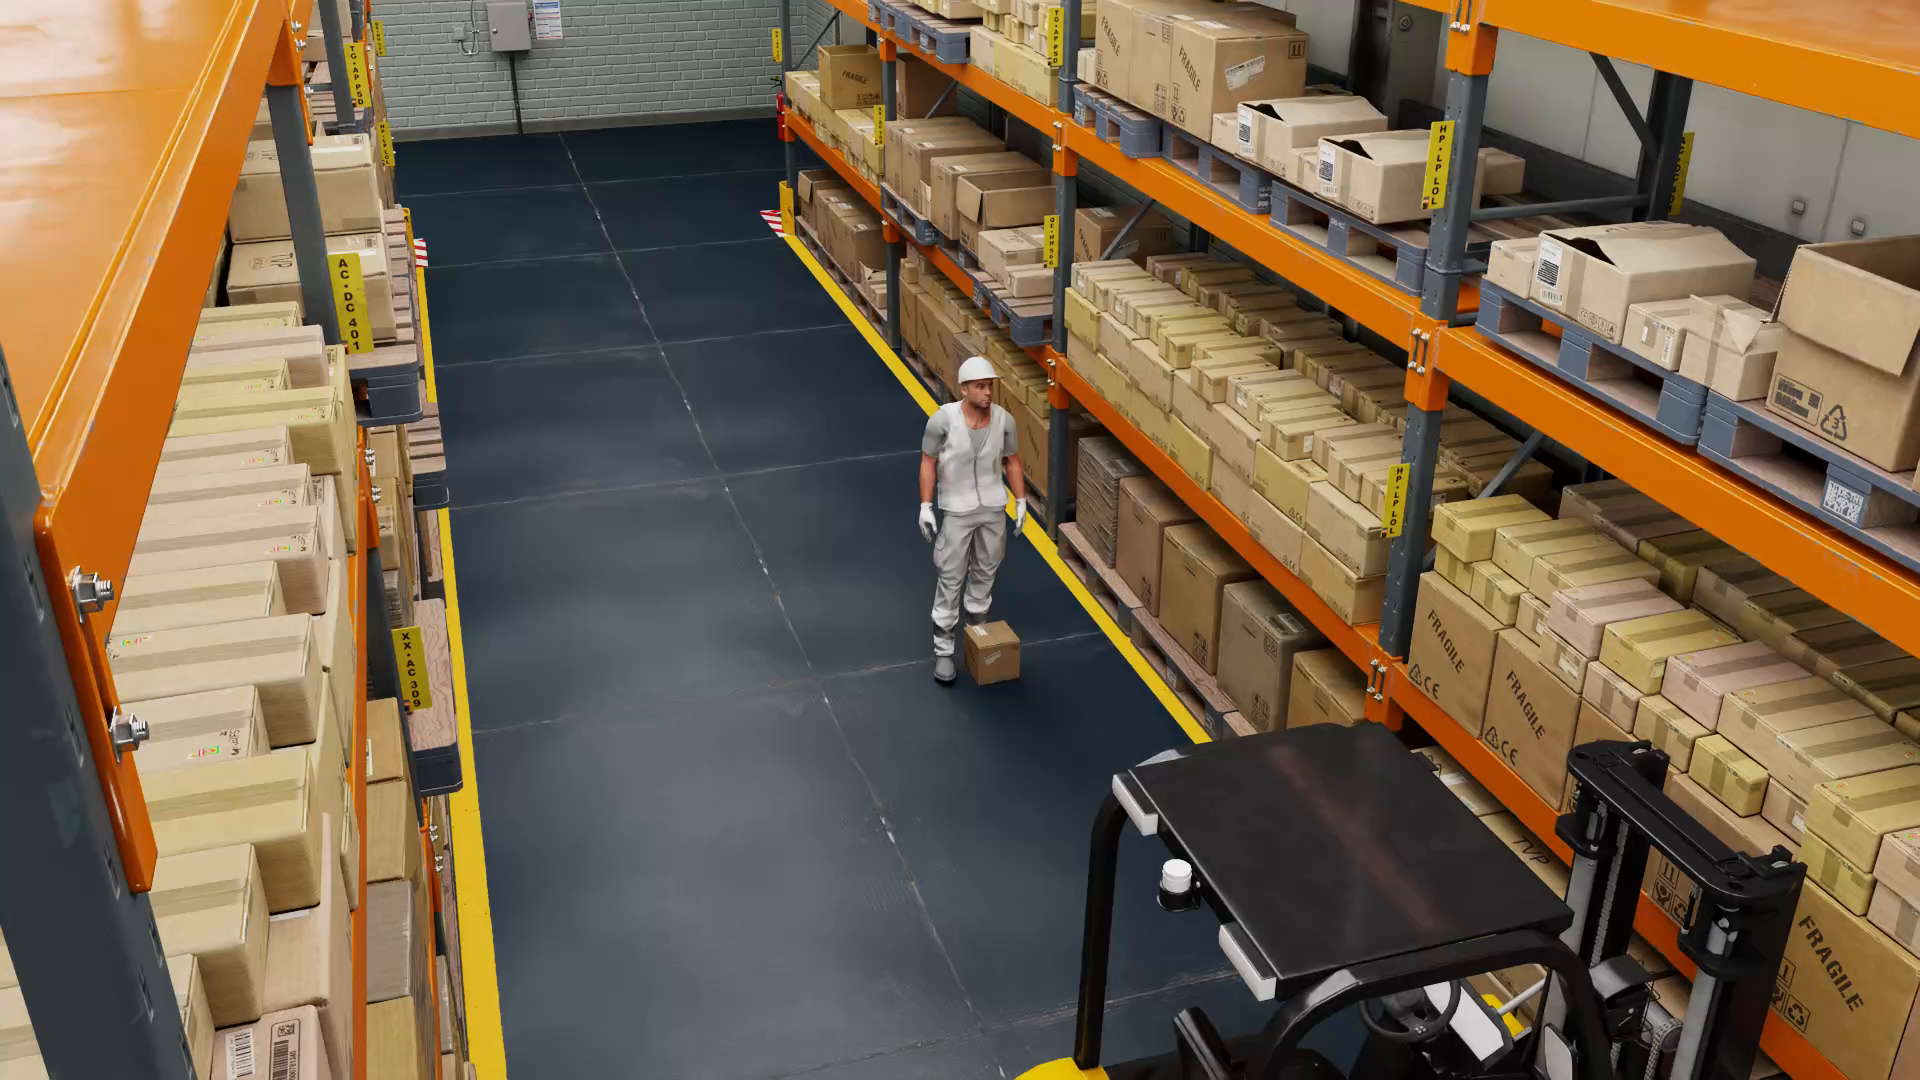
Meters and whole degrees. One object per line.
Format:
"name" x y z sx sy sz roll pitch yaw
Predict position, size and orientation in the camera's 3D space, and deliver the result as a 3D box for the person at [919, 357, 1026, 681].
"person" 0.090 -0.129 9.327 0.637 1.790 0.562 -8 27 -16
